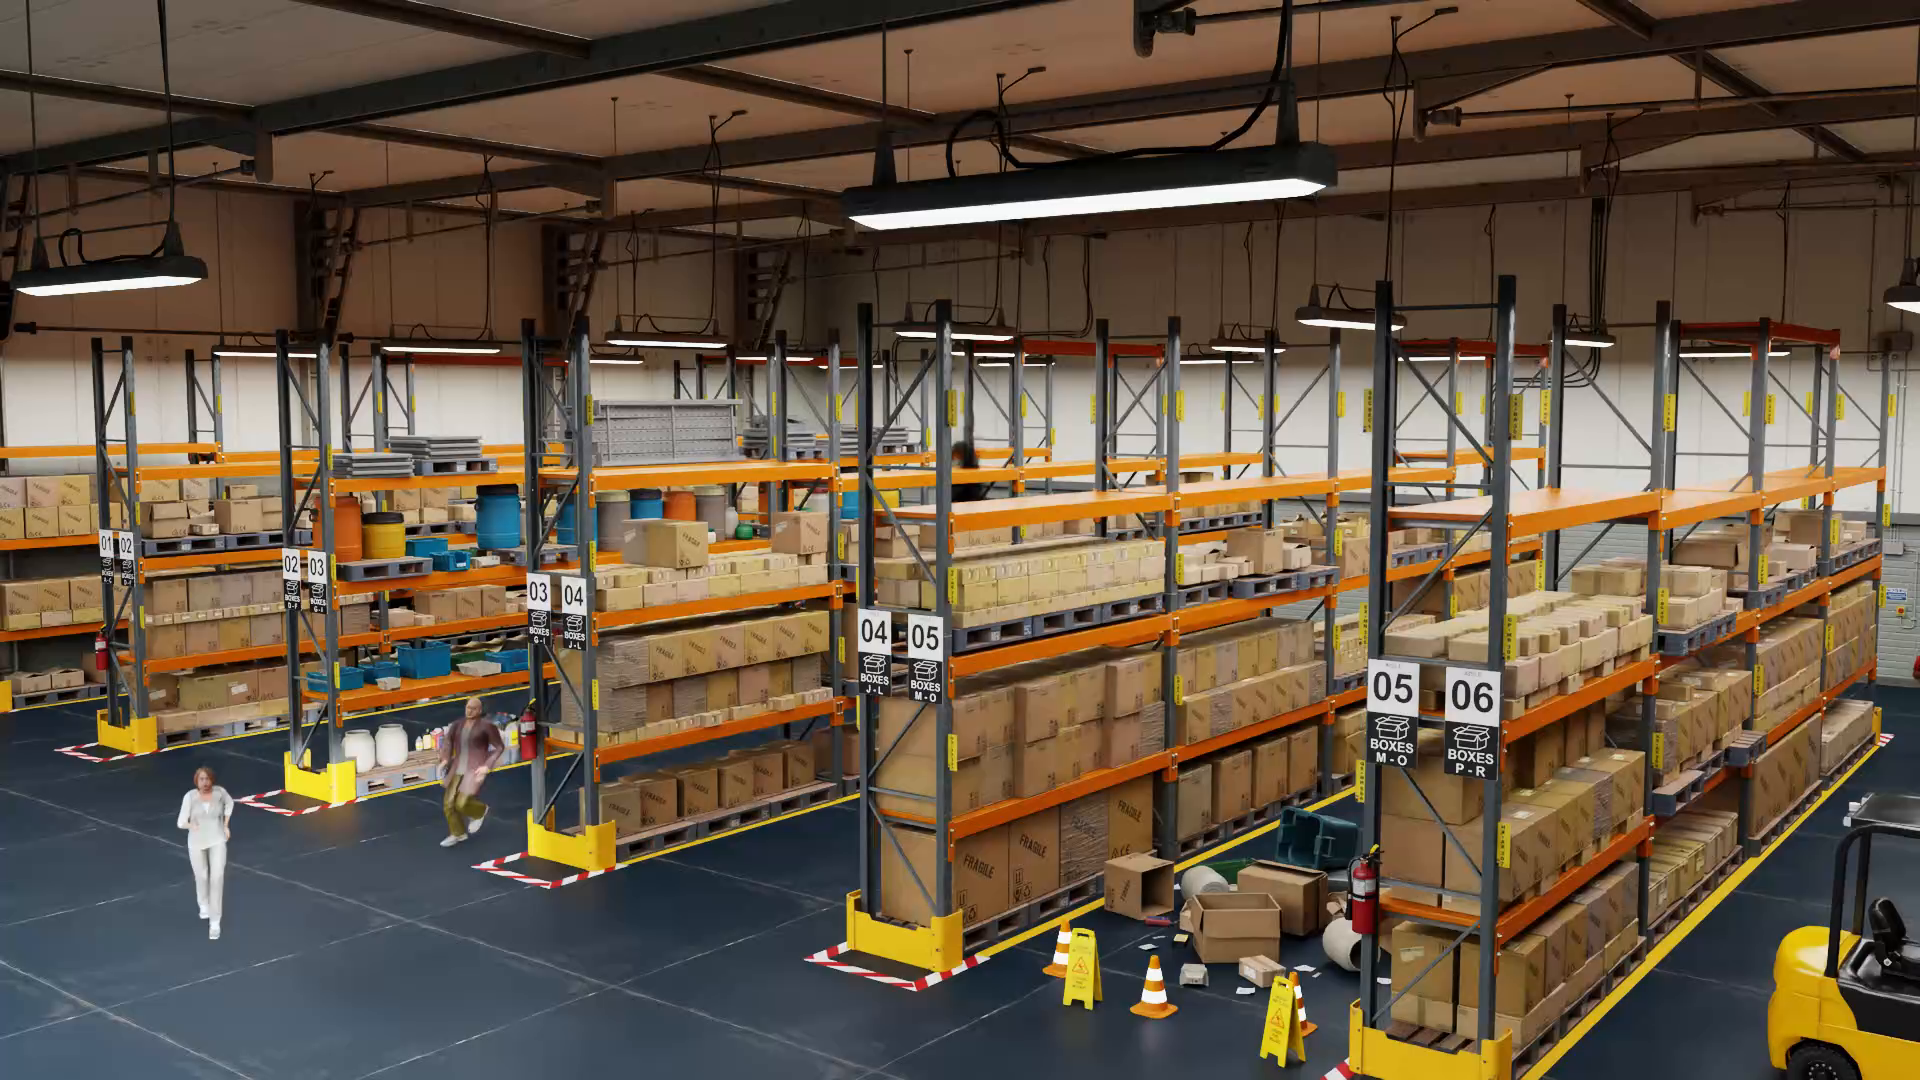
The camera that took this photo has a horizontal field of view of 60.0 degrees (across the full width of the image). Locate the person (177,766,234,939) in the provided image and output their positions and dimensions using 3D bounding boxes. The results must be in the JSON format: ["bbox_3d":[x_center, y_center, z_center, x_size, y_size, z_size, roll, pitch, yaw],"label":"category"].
[{"bbox_3d":[-7.278,2.970,16.070,0.492,1.629,0.787,-2,5,-23],"label":"person"}]

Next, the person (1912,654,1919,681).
[{"bbox_3d":[14.502,2.199,24.646,0.759,1.650,0.537,2,5,20],"label":"person"}]

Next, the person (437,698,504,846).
[{"bbox_3d":[-5.619,2.655,19.144,0.758,1.714,0.603,2,5,20],"label":"person"}]
